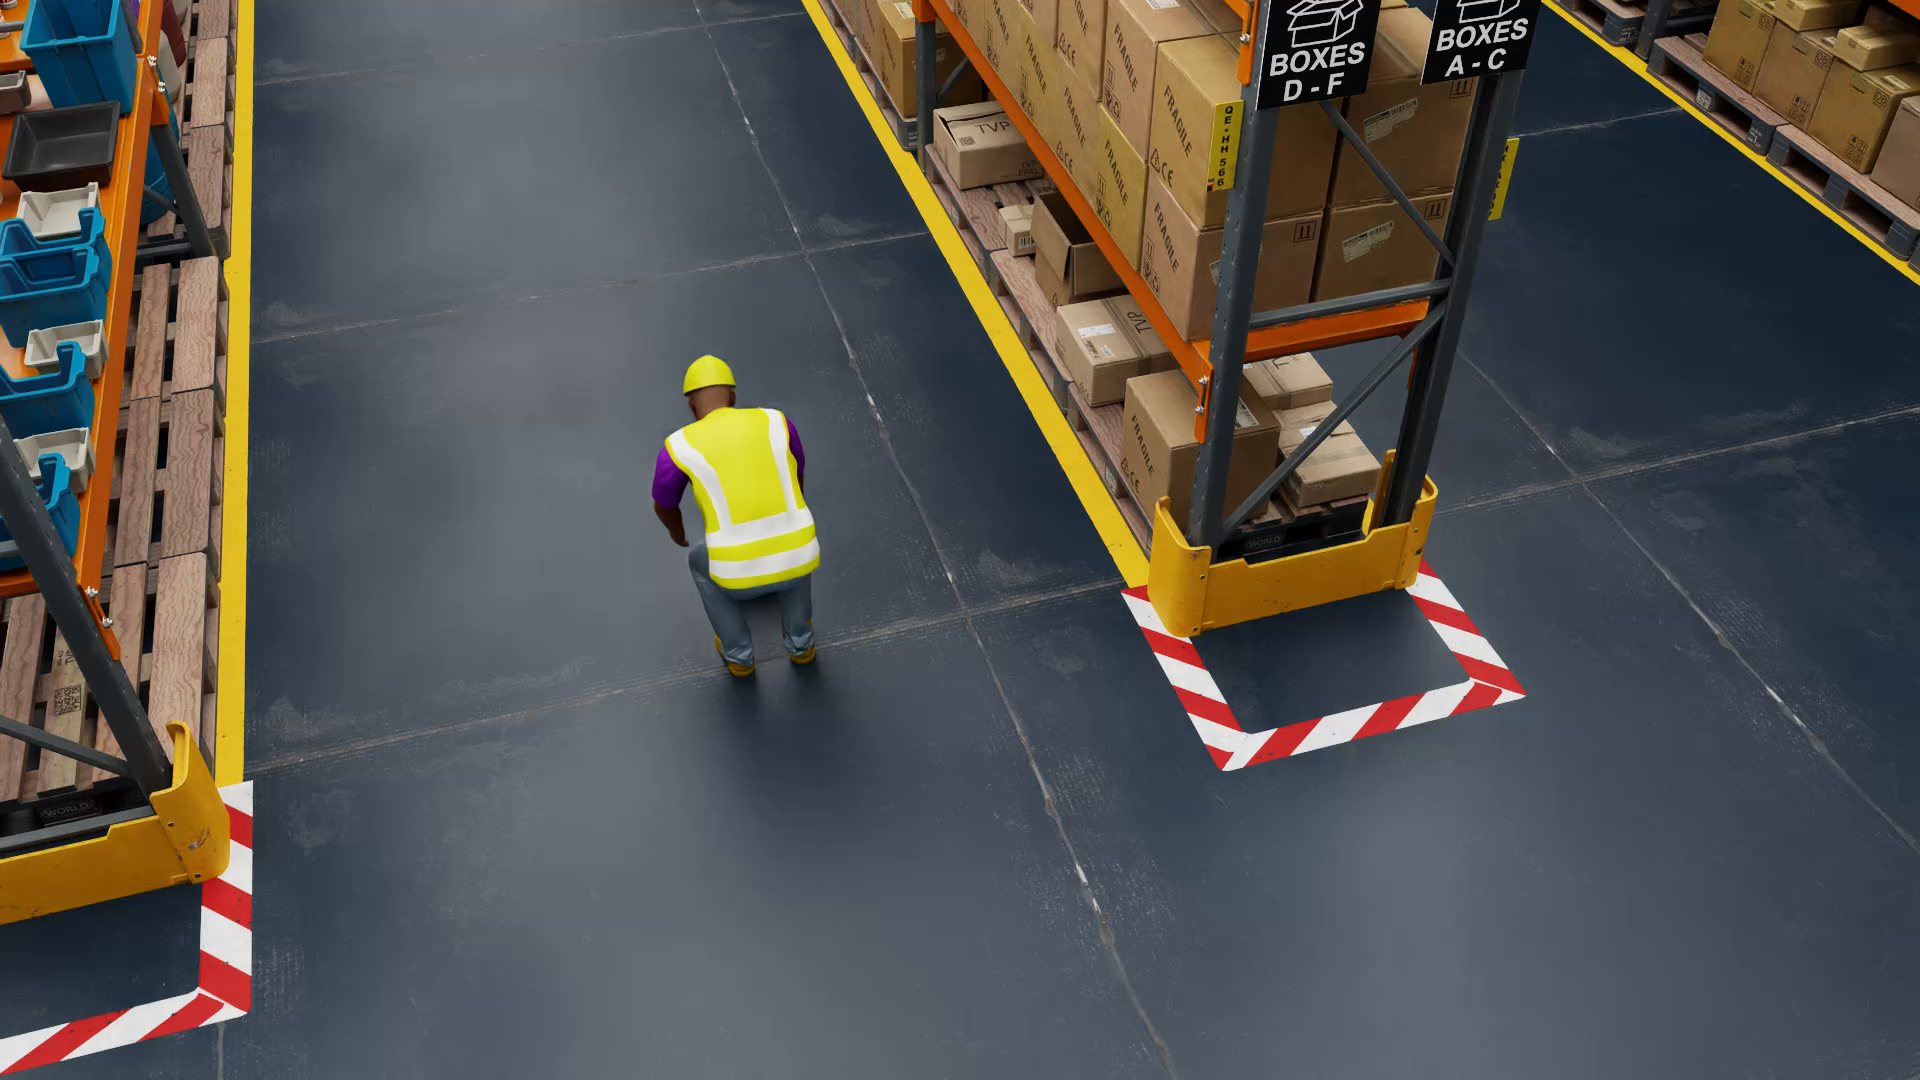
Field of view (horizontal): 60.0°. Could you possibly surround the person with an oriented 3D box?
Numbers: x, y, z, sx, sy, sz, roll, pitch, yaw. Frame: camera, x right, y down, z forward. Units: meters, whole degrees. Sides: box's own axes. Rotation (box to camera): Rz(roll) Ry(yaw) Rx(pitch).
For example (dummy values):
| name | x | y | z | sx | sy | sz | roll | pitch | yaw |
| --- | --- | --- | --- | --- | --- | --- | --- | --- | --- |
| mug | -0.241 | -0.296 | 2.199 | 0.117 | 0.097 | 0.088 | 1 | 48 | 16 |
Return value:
| name | x | y | z | sx | sy | sz | roll | pitch | yaw |
| --- | --- | --- | --- | --- | --- | --- | --- | --- | --- |
| person | -0.877 | -0.050 | 6.604 | 0.622 | 1.224 | 0.838 | -12 | 43 | -13 |
